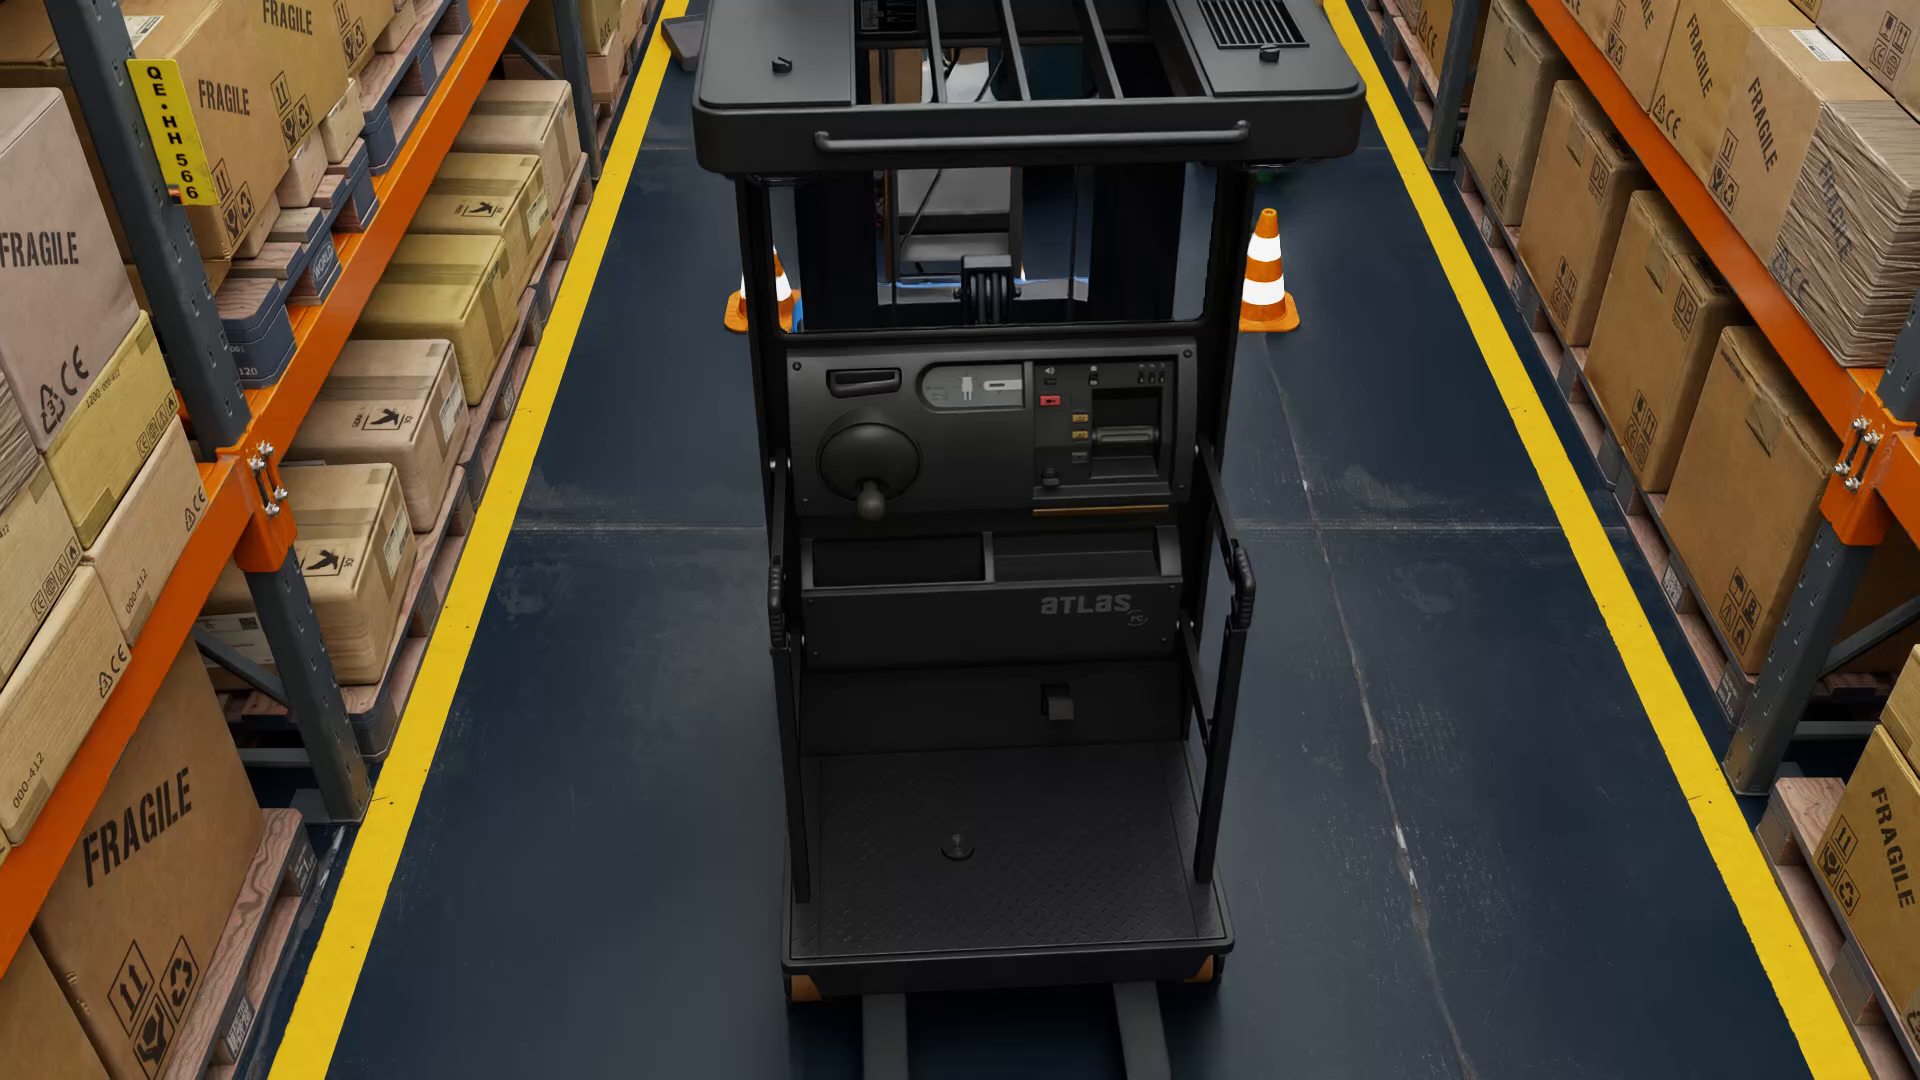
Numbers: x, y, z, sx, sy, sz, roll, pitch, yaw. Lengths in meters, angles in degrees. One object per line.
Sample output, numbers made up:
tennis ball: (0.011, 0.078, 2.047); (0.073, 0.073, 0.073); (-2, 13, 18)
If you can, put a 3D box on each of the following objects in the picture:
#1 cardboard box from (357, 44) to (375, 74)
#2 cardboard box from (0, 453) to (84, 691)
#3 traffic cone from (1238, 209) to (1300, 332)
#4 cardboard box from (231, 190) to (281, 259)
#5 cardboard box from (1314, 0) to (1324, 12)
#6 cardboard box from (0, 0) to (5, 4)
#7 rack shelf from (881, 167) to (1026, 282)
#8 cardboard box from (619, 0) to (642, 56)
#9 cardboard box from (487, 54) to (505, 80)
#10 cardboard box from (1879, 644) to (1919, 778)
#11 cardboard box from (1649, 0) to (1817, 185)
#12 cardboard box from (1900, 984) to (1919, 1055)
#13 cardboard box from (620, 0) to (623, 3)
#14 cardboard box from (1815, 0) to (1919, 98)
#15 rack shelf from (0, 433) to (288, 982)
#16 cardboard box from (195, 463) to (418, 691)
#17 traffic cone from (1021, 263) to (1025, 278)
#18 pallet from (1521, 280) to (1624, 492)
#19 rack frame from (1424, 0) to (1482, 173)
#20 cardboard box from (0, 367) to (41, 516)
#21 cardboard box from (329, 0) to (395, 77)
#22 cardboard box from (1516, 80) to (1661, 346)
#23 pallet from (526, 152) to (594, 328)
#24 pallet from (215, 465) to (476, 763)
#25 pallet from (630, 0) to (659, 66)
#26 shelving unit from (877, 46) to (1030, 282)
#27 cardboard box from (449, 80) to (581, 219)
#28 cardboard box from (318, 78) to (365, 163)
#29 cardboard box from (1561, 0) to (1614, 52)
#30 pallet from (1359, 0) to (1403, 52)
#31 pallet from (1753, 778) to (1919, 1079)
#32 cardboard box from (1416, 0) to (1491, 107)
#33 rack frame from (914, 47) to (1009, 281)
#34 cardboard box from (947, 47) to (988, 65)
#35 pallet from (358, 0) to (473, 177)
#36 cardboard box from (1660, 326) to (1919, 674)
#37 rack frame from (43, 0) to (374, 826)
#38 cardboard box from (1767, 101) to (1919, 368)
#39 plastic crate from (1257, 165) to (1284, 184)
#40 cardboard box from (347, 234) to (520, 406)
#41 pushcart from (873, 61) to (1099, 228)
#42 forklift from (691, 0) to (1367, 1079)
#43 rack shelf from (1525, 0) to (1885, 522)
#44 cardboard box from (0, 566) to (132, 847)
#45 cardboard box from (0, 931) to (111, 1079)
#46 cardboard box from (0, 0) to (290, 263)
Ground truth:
cardboard box: (-2.035, -1.513, 5.104); (0.380, 0.149, 0.250); (1, 39, 2)
cardboard box: (-1.944, 0.090, 2.959); (0.500, 0.250, 0.500); (-1, 39, -1)
traffic cone: (1.234, -1.135, 6.796); (0.336, 0.463, 0.334); (0, 39, 0)
cardboard box: (-1.984, -0.843, 4.268); (0.380, 0.149, 0.250); (-2, 39, -3)
cardboard box: (1.715, -2.960, 9.042); (0.500, 0.500, 0.500); (6, 39, 8)
cardboard box: (-2.481, -1.000, 3.945); (0.500, 0.500, 0.500); (-1, 39, -1)
rack shelf: (-0.031, -0.951, 5.280); (0.431, 0.518, 0.480); (-2, 39, -3)
cardboard box: (-1.950, -2.692, 8.573); (0.500, 0.250, 0.500); (2, 39, 3)
cardboard box: (-2.477, -2.358, 8.157); (0.500, 0.250, 0.500); (2, 39, 2)
cardboard box: (2.506, 0.487, 3.807); (0.500, 0.250, 0.500); (-2, 39, -2)
cardboard box: (2.478, -1.408, 5.029); (0.500, 0.500, 0.500); (-1, 39, -1)
cardboard box: (2.497, 1.105, 3.635); (0.500, 0.500, 0.500); (0, 39, 0)
cardboard box: (-1.950, -2.985, 8.340); (0.500, 0.500, 0.500); (1, 39, 2)
cardboard box: (2.755, -1.489, 4.331); (0.700, 0.500, 0.500); (-1, 39, -1)
rack shelf: (-2.200, 1.135, 2.510); (1.077, 0.370, 4.000); (0, 39, 0)
cardboard box: (-2.193, 0.112, 4.977); (0.950, 0.372, 0.625); (-2, 39, -3)
traffic cone: (0.194, -0.953, 6.569); (0.336, 0.463, 0.334); (0, 39, 0)
pallet: (2.823, -0.629, 6.366); (1.003, 0.211, 1.213); (0, 39, 0)
rack frame: (2.743, -2.965, 7.051); (1.000, 3.000, 0.127); (0, 39, 0)
cardboard box: (-1.932, -0.182, 2.699); (0.500, 0.500, 0.500); (1, 39, 1)
cardboard box: (-1.987, -1.655, 4.763); (0.500, 0.500, 0.500); (1, 39, 1)
cardboard box: (2.831, -1.259, 6.386); (1.050, 0.750, 0.750); (0, 39, 0)
pallet: (-2.205, -1.323, 7.232); (1.003, 0.211, 1.213); (0, 39, 0)
pallet: (-2.202, 0.203, 5.328); (1.003, 0.211, 1.213); (0, 39, 0)
pallet: (-2.248, -2.995, 9.318); (1.003, 0.211, 1.213); (0, 39, 0)
shelving unit: (-0.031, -0.962, 5.271); (0.431, 2.100, 0.503); (-2, 39, -3)
cardboard box: (-2.204, -1.708, 7.249); (0.950, 0.372, 0.625); (0, 39, 1)
cardboard box: (-1.918, -1.186, 4.696); (0.380, 0.149, 0.250); (0, 39, 0)
cardboard box: (2.473, -2.046, 5.825); (0.500, 0.500, 0.500); (0, 39, 0)
pallet: (2.816, -3.117, 9.471); (1.003, 0.211, 1.213); (0, 39, 0)
pallet: (2.747, 1.114, 4.192); (1.003, 0.211, 1.213); (0, 39, 0)
cardboard box: (2.812, -2.693, 8.075); (0.875, 0.875, 0.875); (1, 39, 1)
rack frame: (-0.046, -1.114, 5.461); (0.400, 2.100, 0.015); (-2, 39, -3)
cardboard box: (0.331, -2.797, 8.729); (0.797, 0.637, 0.503); (0, 39, 0)
pallet: (-2.246, -1.560, 5.451); (1.003, 0.211, 1.213); (0, 39, 0)
cardboard box: (2.836, -0.130, 4.977); (1.050, 0.750, 0.750); (-1, 39, -1)
rack frame: (-2.203, -0.397, 3.846); (1.000, 3.000, 0.127); (0, 39, 0)
cardboard box: (2.478, -0.784, 4.249); (0.500, 0.500, 0.500); (0, 39, 0)
plastic crate: (1.432, -1.998, 8.047); (0.450, 0.188, 0.662); (27, 45, 16)
cardboard box: (-2.197, -0.824, 6.145); (0.950, 0.372, 0.625); (1, 39, 1)
pushcart: (0.073, -1.908, 7.829); (1.648, 0.377, 0.936); (-13, 40, -16)
forklift: (0.091, -0.176, 3.626); (1.130, 2.935, 3.031); (-2, 39, -3)
rack shelf: (2.745, -1.433, 5.715); (1.077, 0.370, 4.000); (0, 39, 0)
cardboard box: (-1.926, 0.298, 3.100); (0.500, 0.250, 0.500); (1, 39, 1)
cardboard box: (-2.288, 1.258, 3.144); (0.875, 0.875, 0.875); (0, 39, 1)
cardboard box: (-1.972, -0.997, 3.942); (0.500, 0.500, 0.500); (-1, 39, -1)
